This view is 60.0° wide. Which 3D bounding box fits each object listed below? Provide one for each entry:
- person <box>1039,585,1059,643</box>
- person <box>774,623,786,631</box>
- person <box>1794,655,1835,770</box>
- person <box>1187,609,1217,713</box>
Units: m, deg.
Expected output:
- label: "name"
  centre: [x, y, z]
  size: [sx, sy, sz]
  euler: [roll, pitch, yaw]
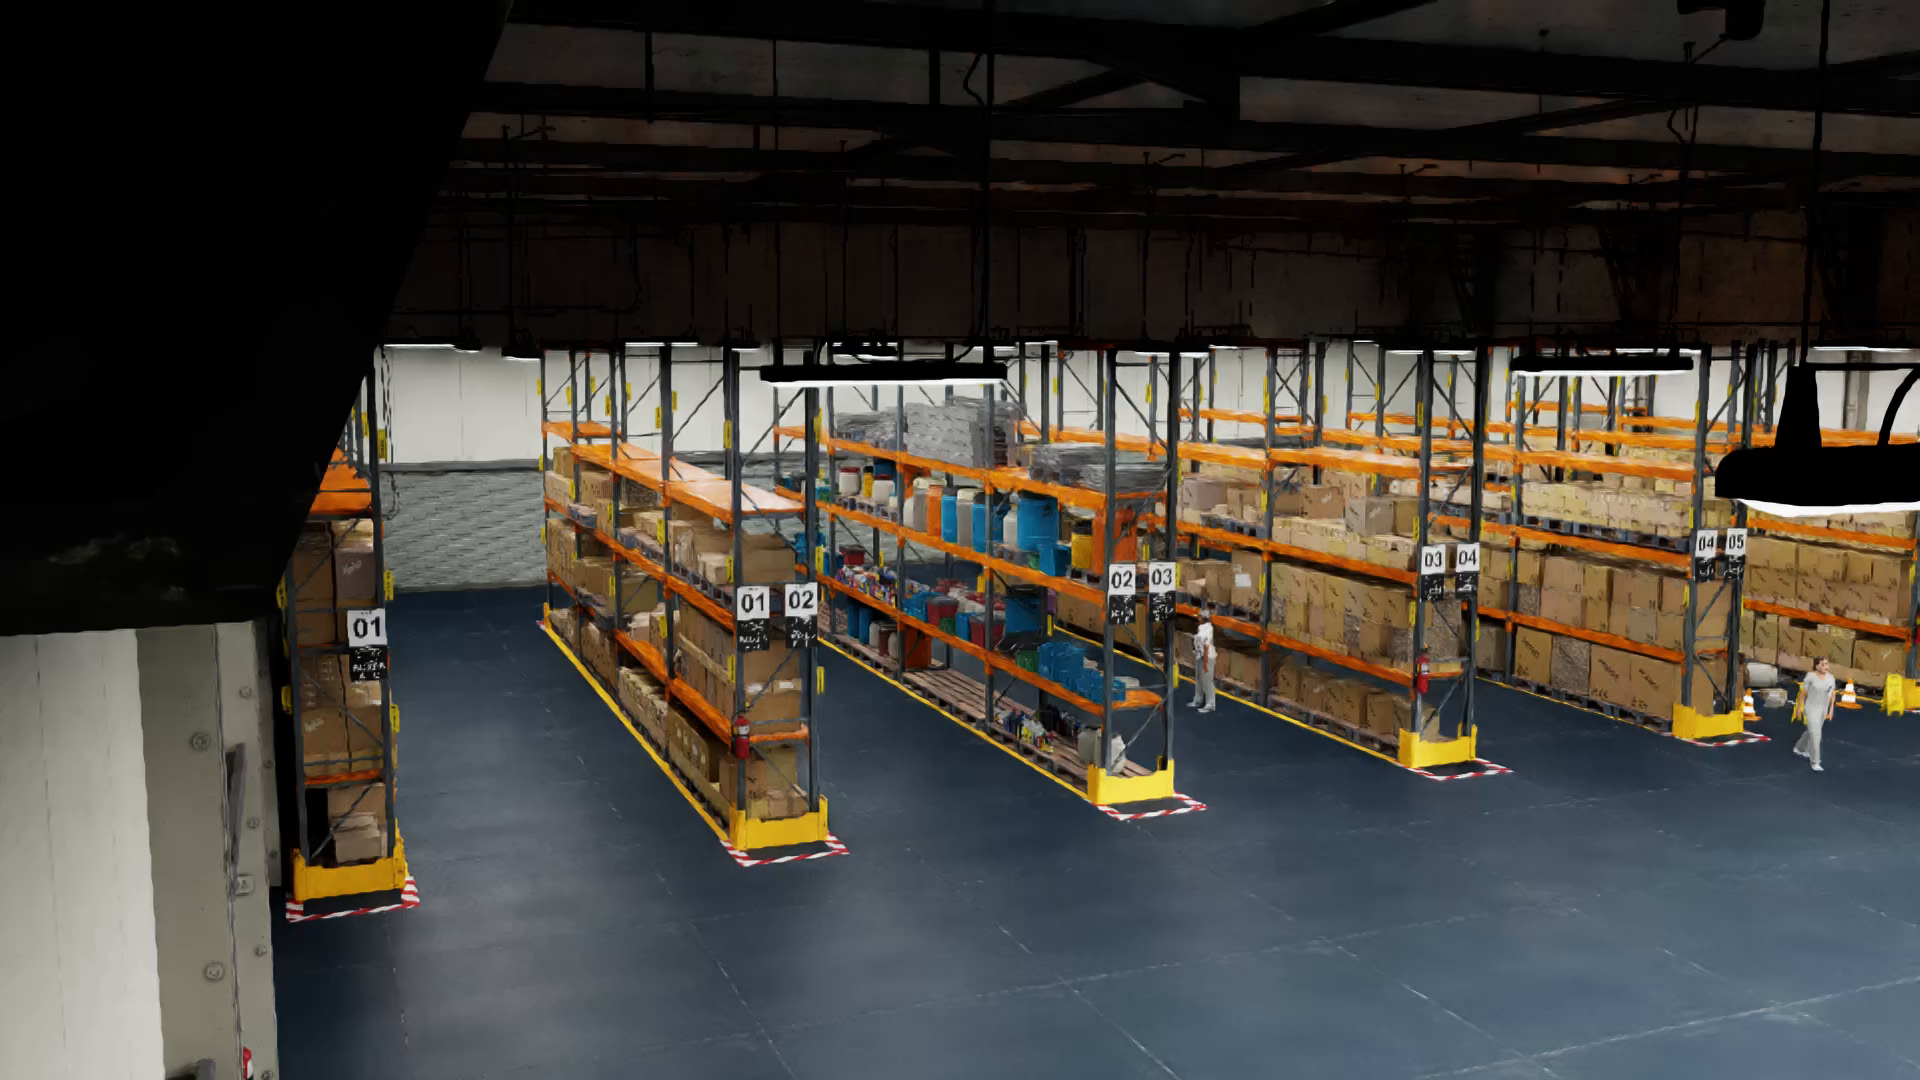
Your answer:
- label: "person"
  centre: [1.662, 1.364, 32.427]
  size: [0.566, 1.541, 0.519]
  euler: [-3, 8, -24]
- label: "person"
  centre: [-3.451, 1.262, 32.335]
  size: [0.593, 1.733, 0.457]
  euler: [6, 9, 37]
- label: "person"
  centre: [12.271, 2.430, 23.846]
  size: [0.465, 1.621, 0.926]
  euler: [-1, 7, -5]
- label: "person"
  centre: [3.973, 1.963, 27.259]
  size: [0.478, 1.667, 0.523]
  euler: [1, 8, 8]
